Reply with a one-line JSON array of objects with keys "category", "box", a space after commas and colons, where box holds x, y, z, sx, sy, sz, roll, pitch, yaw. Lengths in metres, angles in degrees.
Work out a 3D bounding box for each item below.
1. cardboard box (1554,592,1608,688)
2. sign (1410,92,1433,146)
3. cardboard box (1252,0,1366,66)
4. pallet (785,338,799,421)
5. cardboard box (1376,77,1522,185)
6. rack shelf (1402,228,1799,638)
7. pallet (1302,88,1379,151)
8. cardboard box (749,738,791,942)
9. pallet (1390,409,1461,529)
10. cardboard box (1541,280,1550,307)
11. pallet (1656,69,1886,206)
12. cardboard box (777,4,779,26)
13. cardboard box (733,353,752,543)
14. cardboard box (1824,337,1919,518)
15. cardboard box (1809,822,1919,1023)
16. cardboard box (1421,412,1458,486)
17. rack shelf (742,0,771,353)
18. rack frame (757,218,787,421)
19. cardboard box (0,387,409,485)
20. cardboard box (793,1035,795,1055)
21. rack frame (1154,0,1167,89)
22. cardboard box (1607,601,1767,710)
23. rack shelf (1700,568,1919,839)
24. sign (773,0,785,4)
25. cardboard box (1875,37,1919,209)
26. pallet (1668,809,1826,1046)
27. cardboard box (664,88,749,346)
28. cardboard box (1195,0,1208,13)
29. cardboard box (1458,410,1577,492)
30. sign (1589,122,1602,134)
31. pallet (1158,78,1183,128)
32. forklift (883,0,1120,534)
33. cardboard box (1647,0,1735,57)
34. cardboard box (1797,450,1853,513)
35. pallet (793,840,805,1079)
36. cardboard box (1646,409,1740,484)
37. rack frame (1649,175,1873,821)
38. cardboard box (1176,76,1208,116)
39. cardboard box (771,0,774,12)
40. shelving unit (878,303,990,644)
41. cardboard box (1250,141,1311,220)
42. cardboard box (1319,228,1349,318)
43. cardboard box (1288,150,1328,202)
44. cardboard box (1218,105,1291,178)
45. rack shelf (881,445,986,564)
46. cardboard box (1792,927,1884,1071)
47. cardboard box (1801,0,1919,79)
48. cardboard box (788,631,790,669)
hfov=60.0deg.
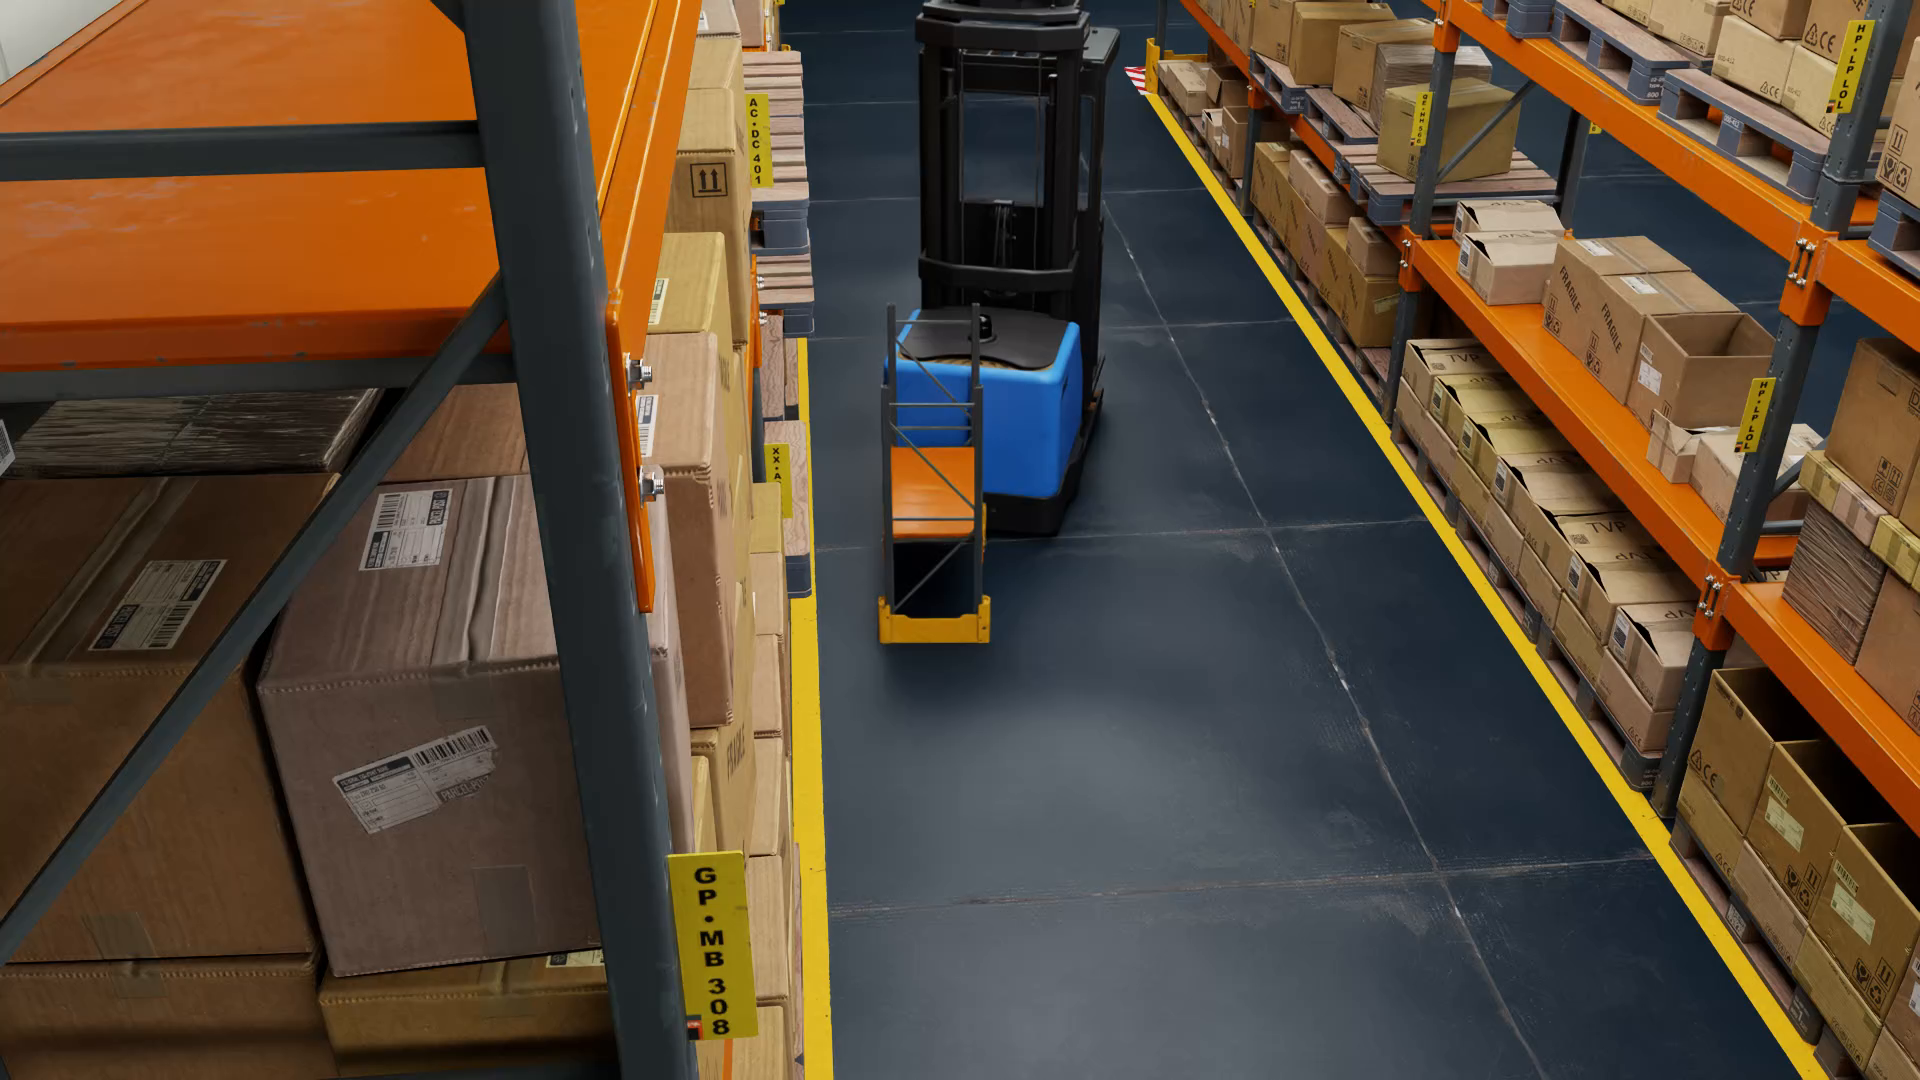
[{"category": "cardboard box", "box": [3.323, 0.483, 8.289, 0.500, 0.250, 0.500, -3, 31, -5]}, {"category": "sign", "box": [2.783, -2.535, 10.018, 0.100, 0.325, 0.005, -3, 31, -5]}, {"category": "cardboard box", "box": [2.770, -4.116, 13.209, 0.700, 0.500, 0.500, -13, 33, -21]}, {"category": "pallet", "box": [-1.608, -1.073, 11.341, 1.003, 0.211, 1.213, -3, 31, -5]}, {"category": "cardboard box", "box": [3.152, -2.643, 10.742, 0.700, 0.500, 0.500, -13, 33, -21]}, {"category": "rack shelf", "box": [3.509, -0.773, 8.821, 1.077, 0.370, 4.000, -3, 31, -5]}, {"category": "pallet", "box": [3.136, -3.013, 12.058, 1.003, 0.211, 1.213, -3, 31, -5]}, {"category": "cardboard box", "box": [-0.745, 0.916, 4.687, 0.500, 0.500, 0.500, -2, 31, -3]}, {"category": "pallet", "box": [3.361, -0.484, 10.355, 1.003, 0.211, 1.213, -3, 31, -5]}, {"category": "cardboard box", "box": [3.498, -1.347, 9.325, 0.380, 0.149, 0.250, -1, 31, -1]}, {"category": "pallet", "box": [3.601, -1.716, 6.960, 0.805, 0.209, 1.217, -4, 31, -7]}, {"category": "cardboard box", "box": [-2.158, -5.057, 14.999, 0.980, 0.700, 0.700, -4, 31, -7]}, {"category": "cardboard box", "box": [-0.782, -0.115, 3.975, 0.500, 0.500, 0.500, -1, 31, -2]}, {"category": "cardboard box", "box": [3.744, -0.435, 6.190, 0.700, 0.500, 0.500, -3, 31, -4]}, {"category": "cardboard box", "box": [3.521, 1.380, 6.056, 0.500, 0.500, 0.500, -3, 31, -5]}, {"category": "cardboard box", "box": [3.127, -0.565, 10.043, 0.500, 0.250, 0.500, -4, 31, -6]}, {"category": "rack shelf", "box": [-1.422, -1.822, 7.652, 1.077, 0.370, 4.000, -3, 31, -5]}, {"category": "rack frame", "box": [-1.609, -1.864, 9.946, 1.000, 3.000, 0.127, -3, 31, -5]}, {"category": "cardboard box", "box": [-1.224, -0.034, 2.864, 0.500, 0.500, 0.500, -1, 31, -2]}, {"category": "cardboard box", "box": [-0.696, 1.487, 4.462, 0.500, 0.250, 0.500, -3, 31, -5]}, {"category": "rack frame", "box": [2.575, -6.188, 17.185, 1.000, 3.000, 0.127, -3, 31, -5]}, {"category": "cardboard box", "box": [3.373, 0.505, 7.704, 0.500, 0.311, 0.500, -3, 31, -5]}, {"category": "rack shelf", "box": [3.883, 1.269, 5.402, 1.077, 0.370, 4.000, -3, 31, -5]}, {"category": "sign", "box": [-1.443, -4.400, 13.140, 0.100, 0.325, 0.005, -3, 31, -5]}, {"category": "cardboard box", "box": [3.481, -1.362, 5.537, 0.500, 0.500, 0.500, 0, 31, -1]}, {"category": "pallet", "box": [3.729, 1.544, 6.959, 1.003, 0.211, 1.213, -3, 31, -5]}, {"category": "cardboard box", "box": [-0.798, -0.802, 4.151, 0.500, 0.500, 0.500, -4, 31, -6]}, {"category": "cardboard box", "box": [2.497, -5.217, 15.461, 0.500, 0.500, 0.500, -2, 31, -4]}, {"category": "cardboard box", "box": [3.182, -0.534, 9.444, 0.500, 0.311, 0.500, -4, 31, -6]}, {"category": "sign", "box": [3.875, -2.629, 10.097, 0.100, 0.325, 0.005, -3, 31, -5]}, {"category": "pallet", "box": [2.658, -4.545, 17.153, 1.003, 0.211, 1.213, -3, 31, -5]}, {"category": "forklift", "box": [0.351, -2.034, 10.297, 1.130, 2.935, 3.031, 6, 31, 10]}, {"category": "cardboard box", "box": [3.579, -2.444, 7.728, 0.500, 0.250, 0.500, -5, 31, -9]}, {"category": "cardboard box", "box": [3.529, -0.236, 6.490, 0.380, 0.149, 0.250, -3, 31, -5]}, {"category": "pallet", "box": [-1.137, 1.717, 6.671, 1.003, 0.211, 1.213, -3, 31, -5]}, {"category": "cardboard box", "box": [3.431, -0.443, 7.699, 0.396, 0.266, 0.258, -3, 31, -6]}, {"category": "rack frame", "box": [3.696, -0.061, 6.927, 1.000, 3.000, 0.127, -3, 31, -5]}, {"category": "cardboard box", "box": [2.437, -4.394, 16.435, 0.500, 0.250, 0.500, -3, 31, -5]}, {"category": "cardboard box", "box": [-1.685, -4.181, 12.687, 0.500, 0.250, 0.500, -2, 31, -3]}, {"category": "shelving unit", "box": [-0.139, -0.369, 8.906, 0.587, 1.500, 1.083, 0, 31, 0]}, {"category": "cardboard box", "box": [2.751, -3.002, 13.861, 0.500, 0.500, 0.500, -4, 31, -7]}, {"category": "cardboard box", "box": [2.953, -1.949, 12.098, 0.500, 0.500, 0.500, -4, 31, -6]}, {"category": "cardboard box", "box": [2.845, -2.814, 12.814, 0.500, 0.250, 0.500, -3, 31, -4]}, {"category": "cardboard box", "box": [2.613, -3.538, 14.758, 0.500, 0.500, 0.500, -3, 31, -5]}, {"category": "rack shelf", "box": [-0.139, -0.210, 8.990, 0.538, 0.185, 1.000, 0, 31, 0]}, {"category": "cardboard box", "box": [3.521, 1.702, 6.249, 0.500, 0.250, 0.500, -3, 31, -5]}, {"category": "cardboard box", "box": [3.678, -2.103, 6.427, 0.500, 0.500, 0.500, -2, 31, -4]}, {"category": "cardboard box", "box": [-0.889, 0.461, 6.180, 0.500, 0.250, 0.500, -3, 31, -4]}]
